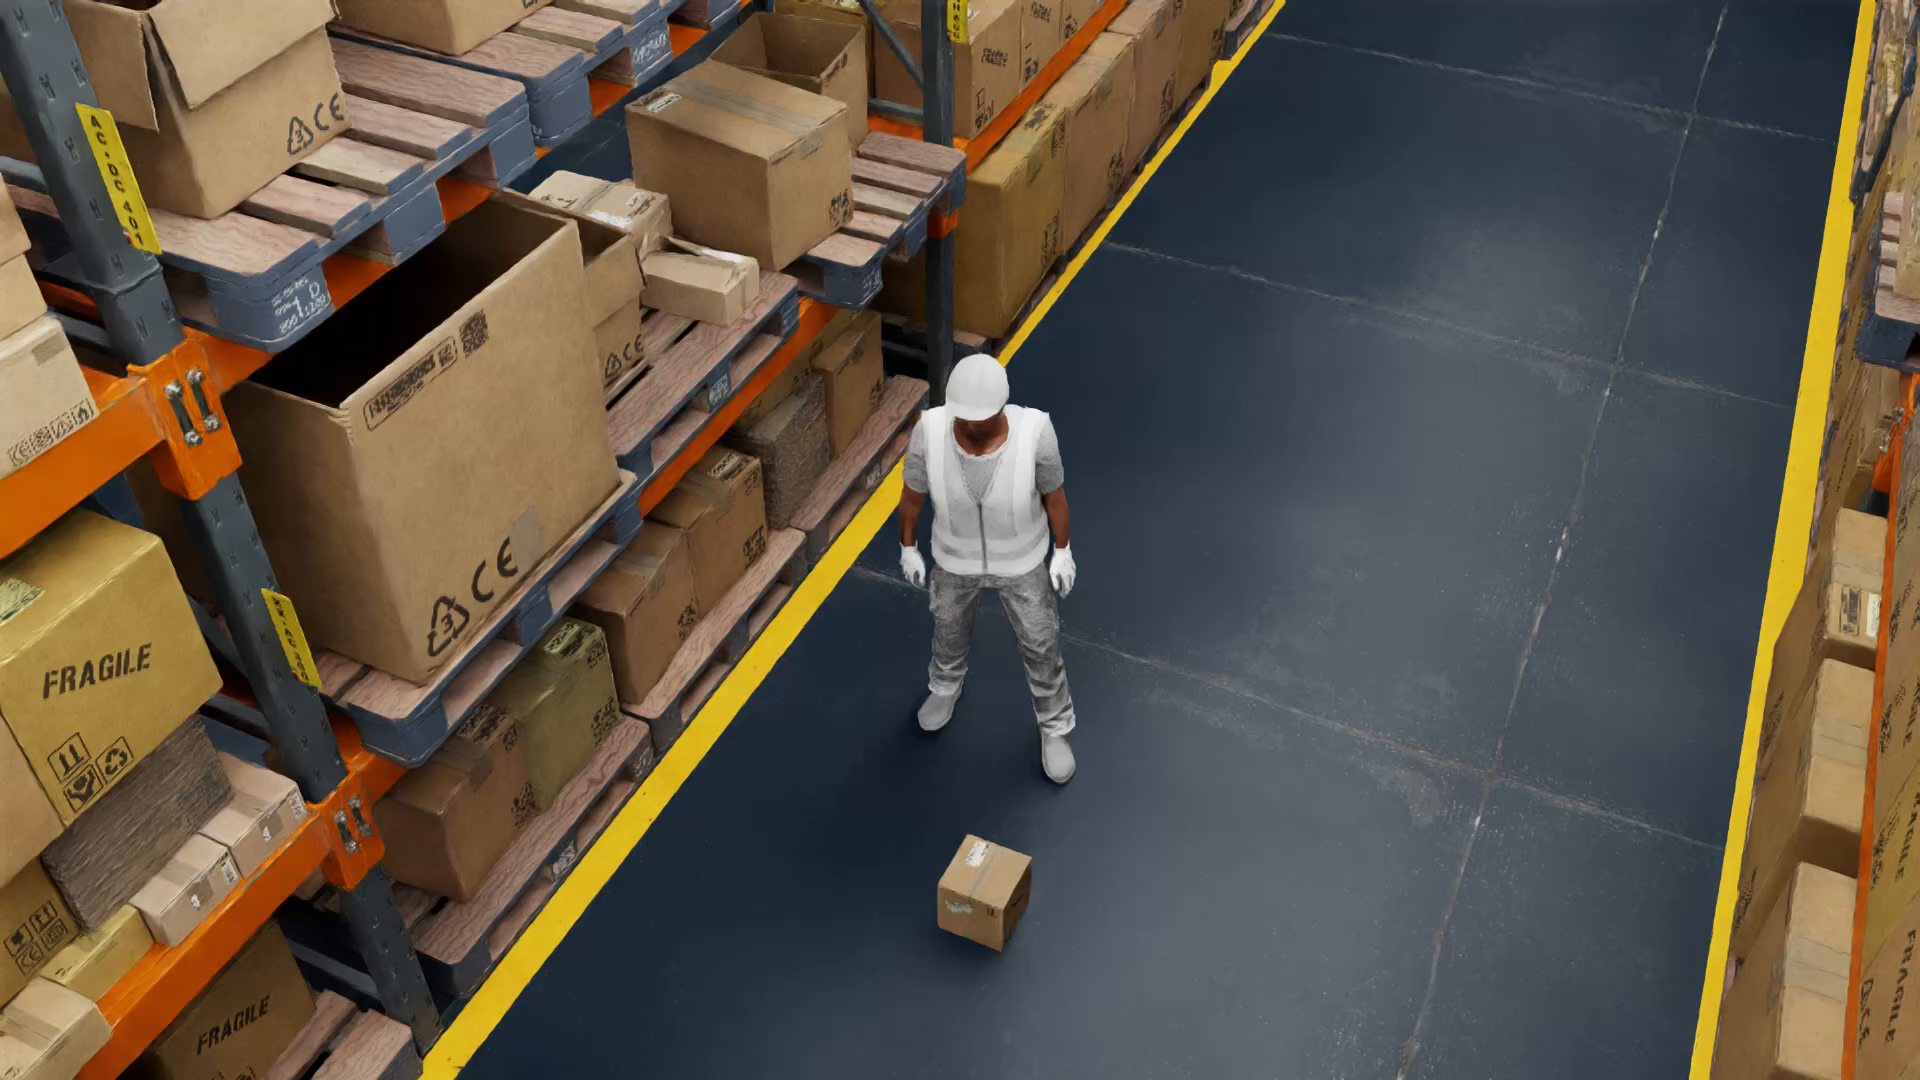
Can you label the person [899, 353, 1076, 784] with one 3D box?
[{"bbox_3d":[0.117,0.089,6.014,0.693,1.780,0.523,4,42,4],"label":"person"}]
